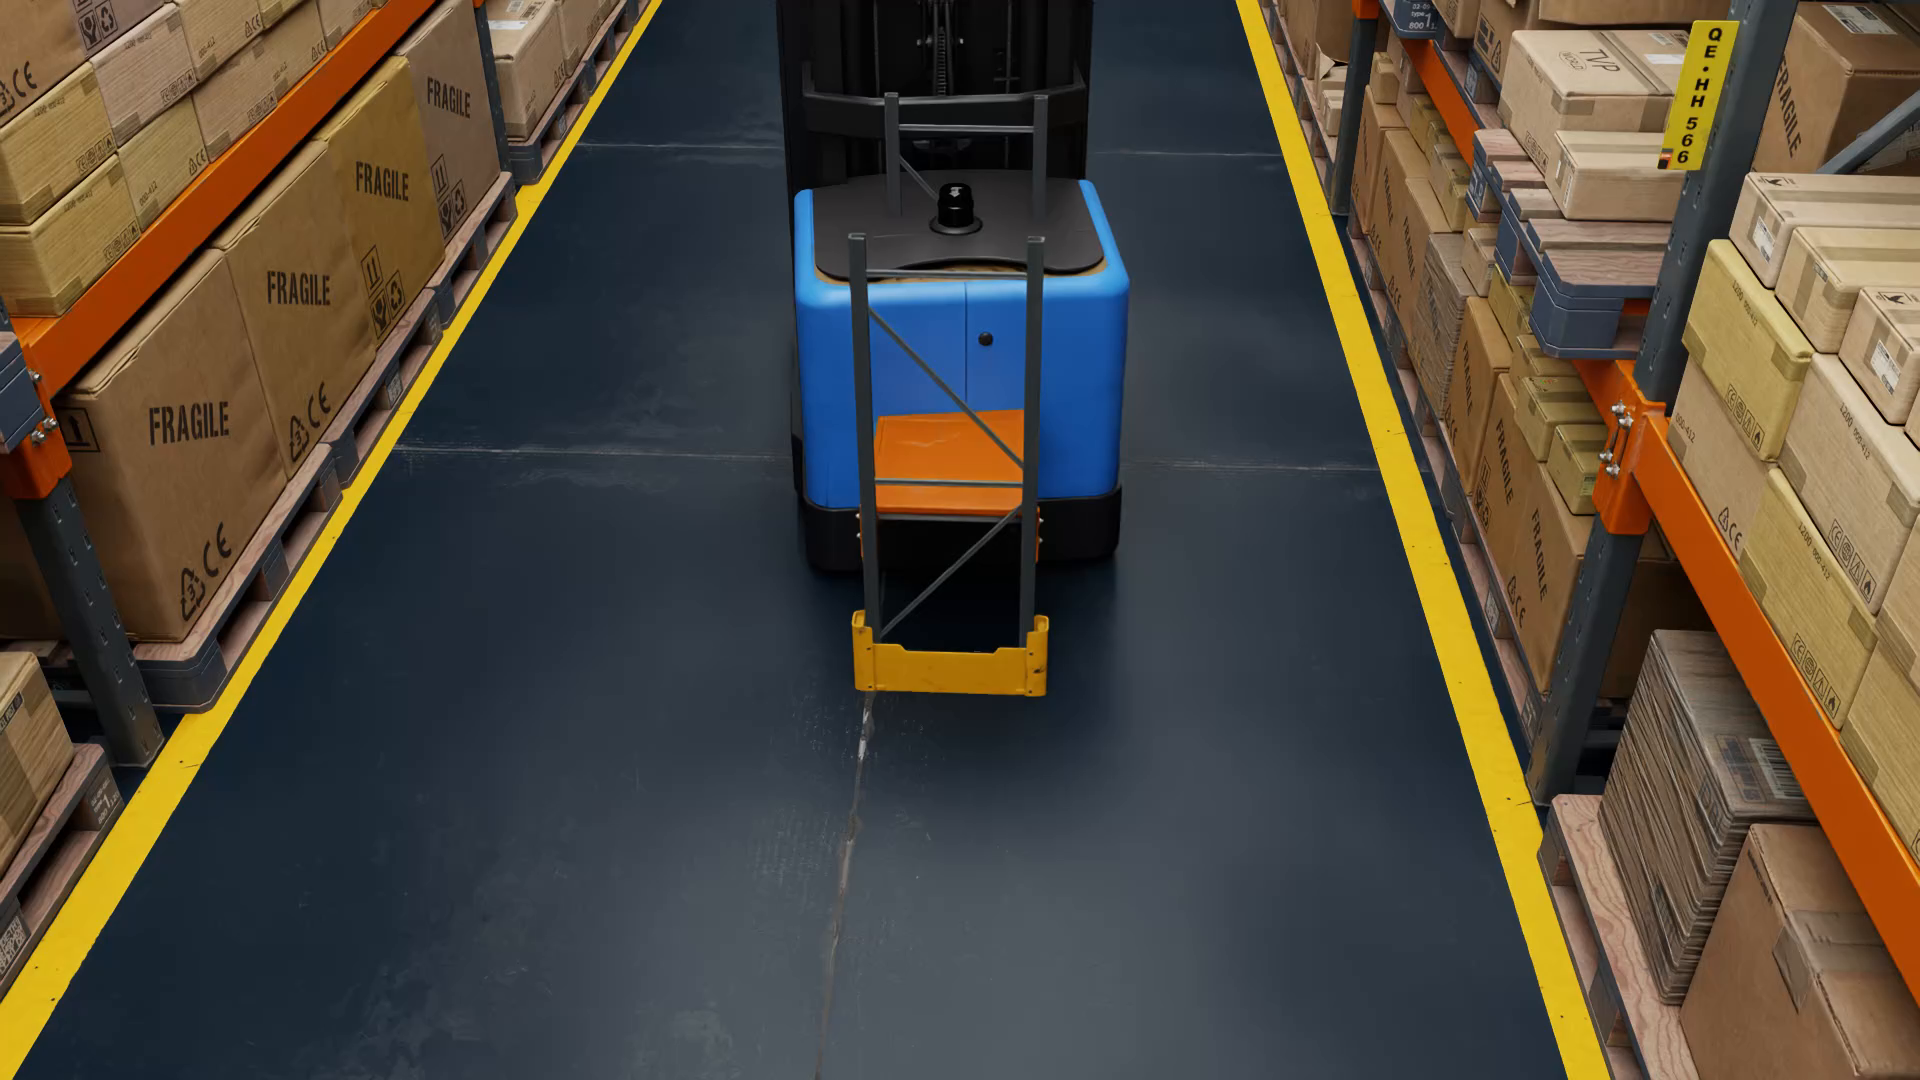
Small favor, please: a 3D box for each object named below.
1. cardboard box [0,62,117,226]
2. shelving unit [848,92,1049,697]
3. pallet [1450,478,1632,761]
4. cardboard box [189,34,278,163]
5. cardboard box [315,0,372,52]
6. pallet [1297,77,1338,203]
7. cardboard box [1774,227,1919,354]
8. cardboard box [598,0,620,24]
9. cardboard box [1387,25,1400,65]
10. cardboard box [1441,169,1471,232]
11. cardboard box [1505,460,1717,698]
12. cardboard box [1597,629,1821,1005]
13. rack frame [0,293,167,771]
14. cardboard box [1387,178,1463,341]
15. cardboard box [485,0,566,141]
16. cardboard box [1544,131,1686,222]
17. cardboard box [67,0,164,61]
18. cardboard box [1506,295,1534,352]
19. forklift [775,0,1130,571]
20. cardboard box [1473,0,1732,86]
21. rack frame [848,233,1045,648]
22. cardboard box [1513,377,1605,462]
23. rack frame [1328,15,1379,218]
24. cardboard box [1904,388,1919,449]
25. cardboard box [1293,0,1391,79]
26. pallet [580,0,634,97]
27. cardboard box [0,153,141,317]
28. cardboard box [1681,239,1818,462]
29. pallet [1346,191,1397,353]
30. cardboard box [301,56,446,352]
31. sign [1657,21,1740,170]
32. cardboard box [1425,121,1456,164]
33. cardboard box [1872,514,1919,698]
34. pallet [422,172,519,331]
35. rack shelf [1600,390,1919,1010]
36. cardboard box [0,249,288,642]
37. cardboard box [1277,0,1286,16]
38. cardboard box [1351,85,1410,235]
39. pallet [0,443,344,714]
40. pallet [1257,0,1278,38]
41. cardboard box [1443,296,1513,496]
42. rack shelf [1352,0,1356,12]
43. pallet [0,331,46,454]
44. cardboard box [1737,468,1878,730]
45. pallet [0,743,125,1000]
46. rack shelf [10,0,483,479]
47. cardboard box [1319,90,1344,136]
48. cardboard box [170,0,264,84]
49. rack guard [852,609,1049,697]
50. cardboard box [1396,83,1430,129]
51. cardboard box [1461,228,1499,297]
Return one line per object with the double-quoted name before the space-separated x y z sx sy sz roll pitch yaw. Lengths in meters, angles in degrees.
"cardboard box" -2.575 -1.037 4.312 0.500 0.250 0.500 1 35 2
"shelving unit" -0.005 -0.454 5.088 0.587 1.500 1.083 2 35 3
"pallet" 2.186 0.217 5.258 1.003 0.211 1.213 1 35 2
"cardboard box" -2.541 -1.419 5.291 0.500 0.250 0.500 2 35 3
"cardboard box" -2.508 -1.999 6.117 0.500 0.250 0.500 0 35 1
"pallet" 2.307 -2.048 8.480 1.003 0.211 1.213 1 35 2
"cardboard box" 1.801 -0.472 3.162 0.380 0.149 0.250 2 35 3
"cardboard box" -2.476 -3.421 9.871 0.875 0.438 0.875 2 35 3
"cardboard box" 2.059 -2.129 7.156 0.380 0.149 0.250 1 35 1
"cardboard box" 2.009 -1.257 6.174 0.380 0.149 0.250 3 35 4
"cardboard box" 1.920 0.107 4.797 0.500 0.500 0.500 2 35 3
"cardboard box" 2.079 0.662 3.899 0.875 0.625 0.625 2 35 3
"rack frame" -2.842 -0.608 4.007 1.000 3.000 0.127 1 35 2
"cardboard box" 1.998 -1.078 6.483 0.500 0.500 0.500 0 35 0
"cardboard box" -2.549 -2.388 8.402 0.875 0.438 0.875 1 35 1
"cardboard box" 1.761 -0.951 4.348 0.380 0.149 0.250 2 35 3
"cardboard box" -2.567 -1.621 4.492 0.500 0.500 0.500 1 35 2
"cardboard box" 1.975 -0.658 5.323 0.380 0.149 0.250 2 35 3
"forklift" -0.109 -1.927 5.943 1.130 2.935 3.031 -3 35 -4
"cardboard box" 1.999 -1.652 5.037 0.797 0.503 0.637 1 35 1
"rack frame" -0.032 -0.156 4.666 0.500 1.500 0.032 2 35 3
"cardboard box" 1.865 -0.357 4.894 0.380 0.149 0.250 0 35 -1
"rack frame" 2.279 -2.794 7.117 1.000 3.000 0.127 1 35 2
"cardboard box" 1.819 -0.174 2.737 0.380 0.149 0.250 2 35 2
"cardboard box" 2.205 -2.805 8.942 0.700 0.500 0.500 0 35 0
"pallet" -2.526 -2.903 9.698 1.003 0.211 1.213 1 35 2
"cardboard box" -2.571 -0.822 4.442 0.500 0.250 0.500 1 35 1
"cardboard box" 1.831 -0.390 3.392 0.500 0.250 0.500 1 35 2
"pallet" 2.284 -1.185 7.252 1.003 0.211 1.213 1 35 2
"cardboard box" -2.655 -1.332 6.519 0.875 0.875 0.875 2 35 3
"sign" 1.575 -0.944 3.547 0.100 0.325 0.005 1 35 2
"cardboard box" 2.068 -1.542 6.580 0.380 0.149 0.250 1 35 1
"cardboard box" 1.796 0.198 2.555 0.500 0.250 0.500 0 35 1
"pallet" -2.637 -1.320 7.445 1.003 0.211 1.213 1 35 2
"rack shelf" 2.038 0.948 2.419 1.077 0.370 4.000 1 35 2
"cardboard box" -2.731 -0.306 5.059 0.875 0.875 0.875 1 35 1
"cardboard box" 2.247 -3.402 9.790 0.700 0.500 0.500 3 35 4
"cardboard box" 2.034 -1.670 7.327 0.500 0.500 0.500 3 35 4
"pallet" -2.735 0.081 5.451 1.003 0.211 1.213 1 35 2
"pallet" 2.405 -3.449 10.475 1.003 0.211 1.213 1 35 2
"cardboard box" 1.969 -0.481 5.634 0.500 0.500 0.500 3 35 4
"rack shelf" 2.359 -3.649 8.959 1.077 0.370 4.000 1 35 2
"pallet" -2.764 -0.118 3.476 1.213 0.211 1.003 1 35 2
"cardboard box" 1.831 0.104 3.124 0.500 0.250 0.500 1 35 1
"pallet" -2.875 0.982 4.170 1.003 0.211 1.213 1 35 2
"rack shelf" -2.762 -1.463 5.849 1.077 0.370 4.000 1 35 2
"cardboard box" 2.008 -2.126 8.281 0.380 0.149 0.250 0 35 0
"cardboard box" -2.521 -1.620 5.142 0.500 0.250 0.500 1 35 2
"rack guard" -0.028 0.344 5.041 0.587 0.250 0.087 2 35 3
"cardboard box" 2.064 -1.848 7.015 0.380 0.149 0.250 0 35 1
"cardboard box" 1.966 -0.961 5.753 0.380 0.149 0.250 0 35 0
